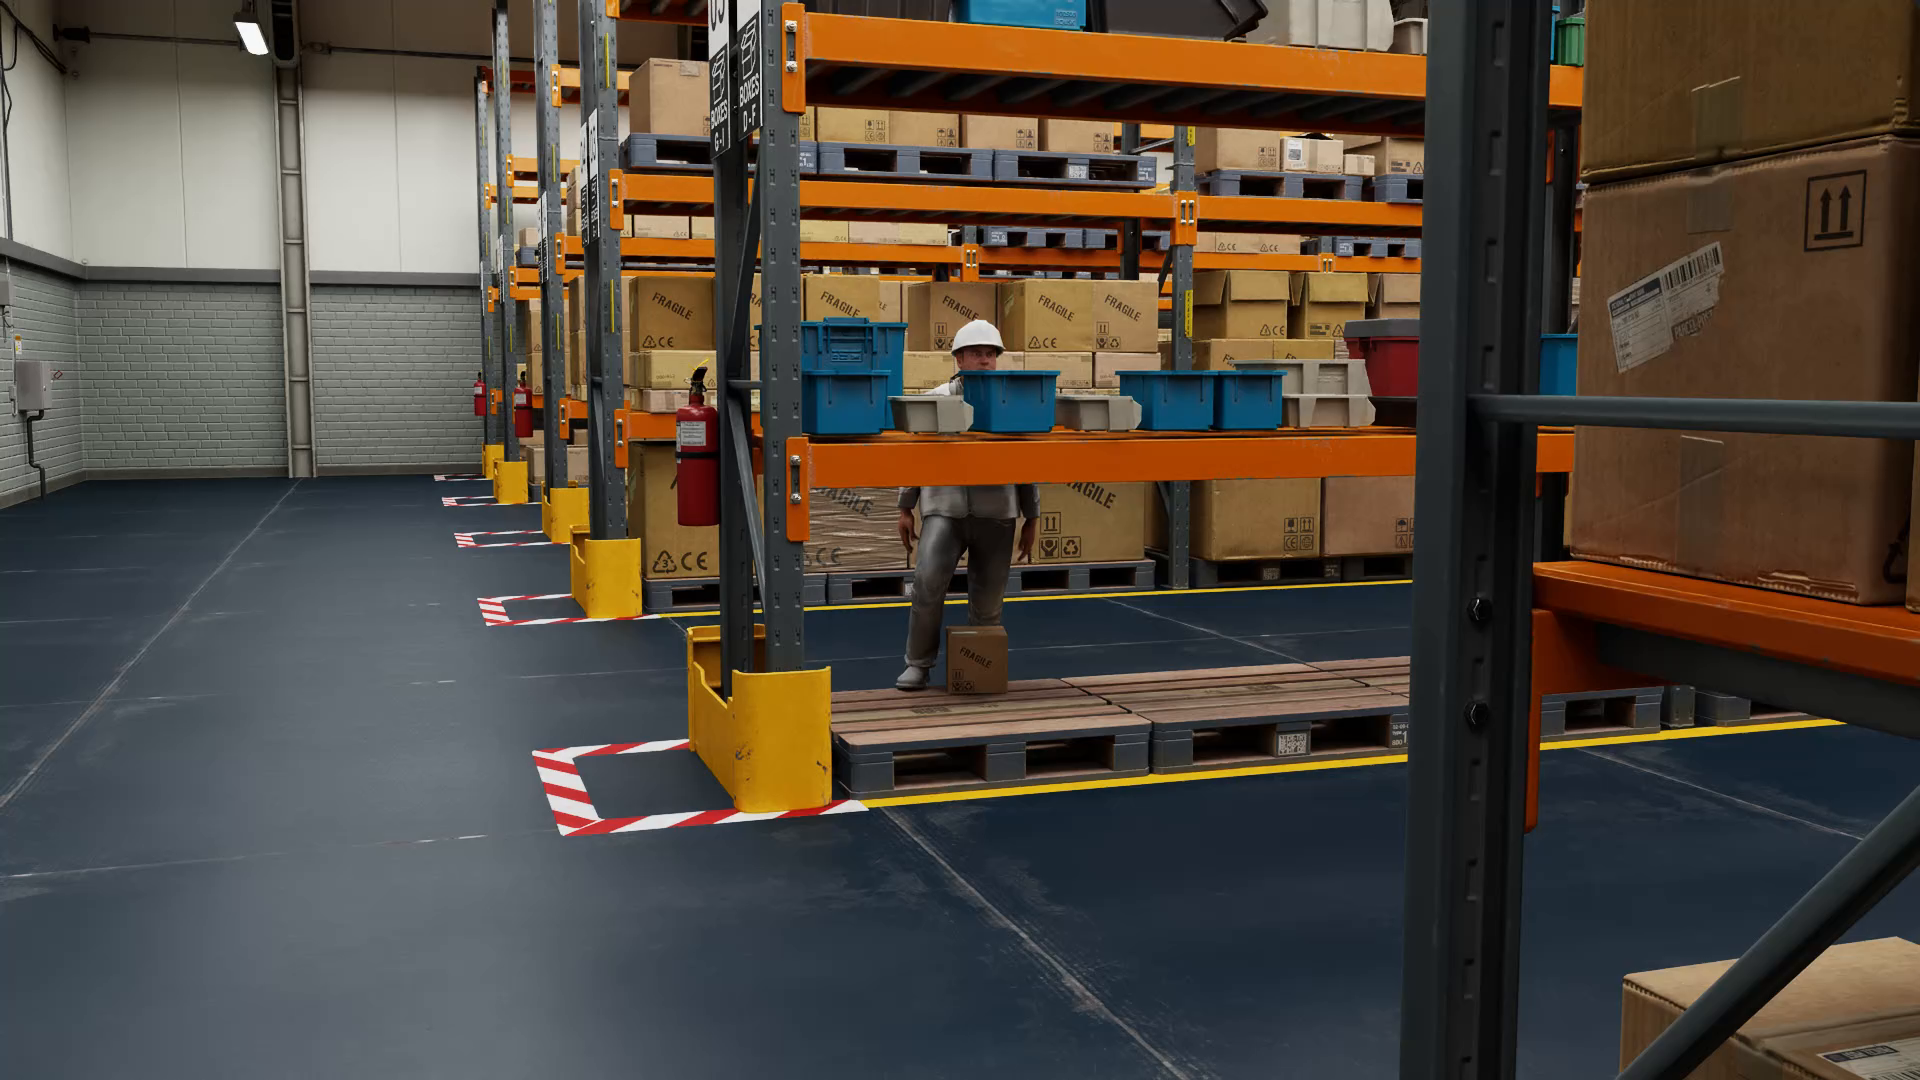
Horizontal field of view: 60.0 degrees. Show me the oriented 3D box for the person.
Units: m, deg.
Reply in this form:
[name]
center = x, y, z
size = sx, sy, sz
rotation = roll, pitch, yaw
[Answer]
[person]
center = 0.037, -0.065, 7.234
size = 0.637, 1.778, 0.609
rotation = 0, 6, -2
